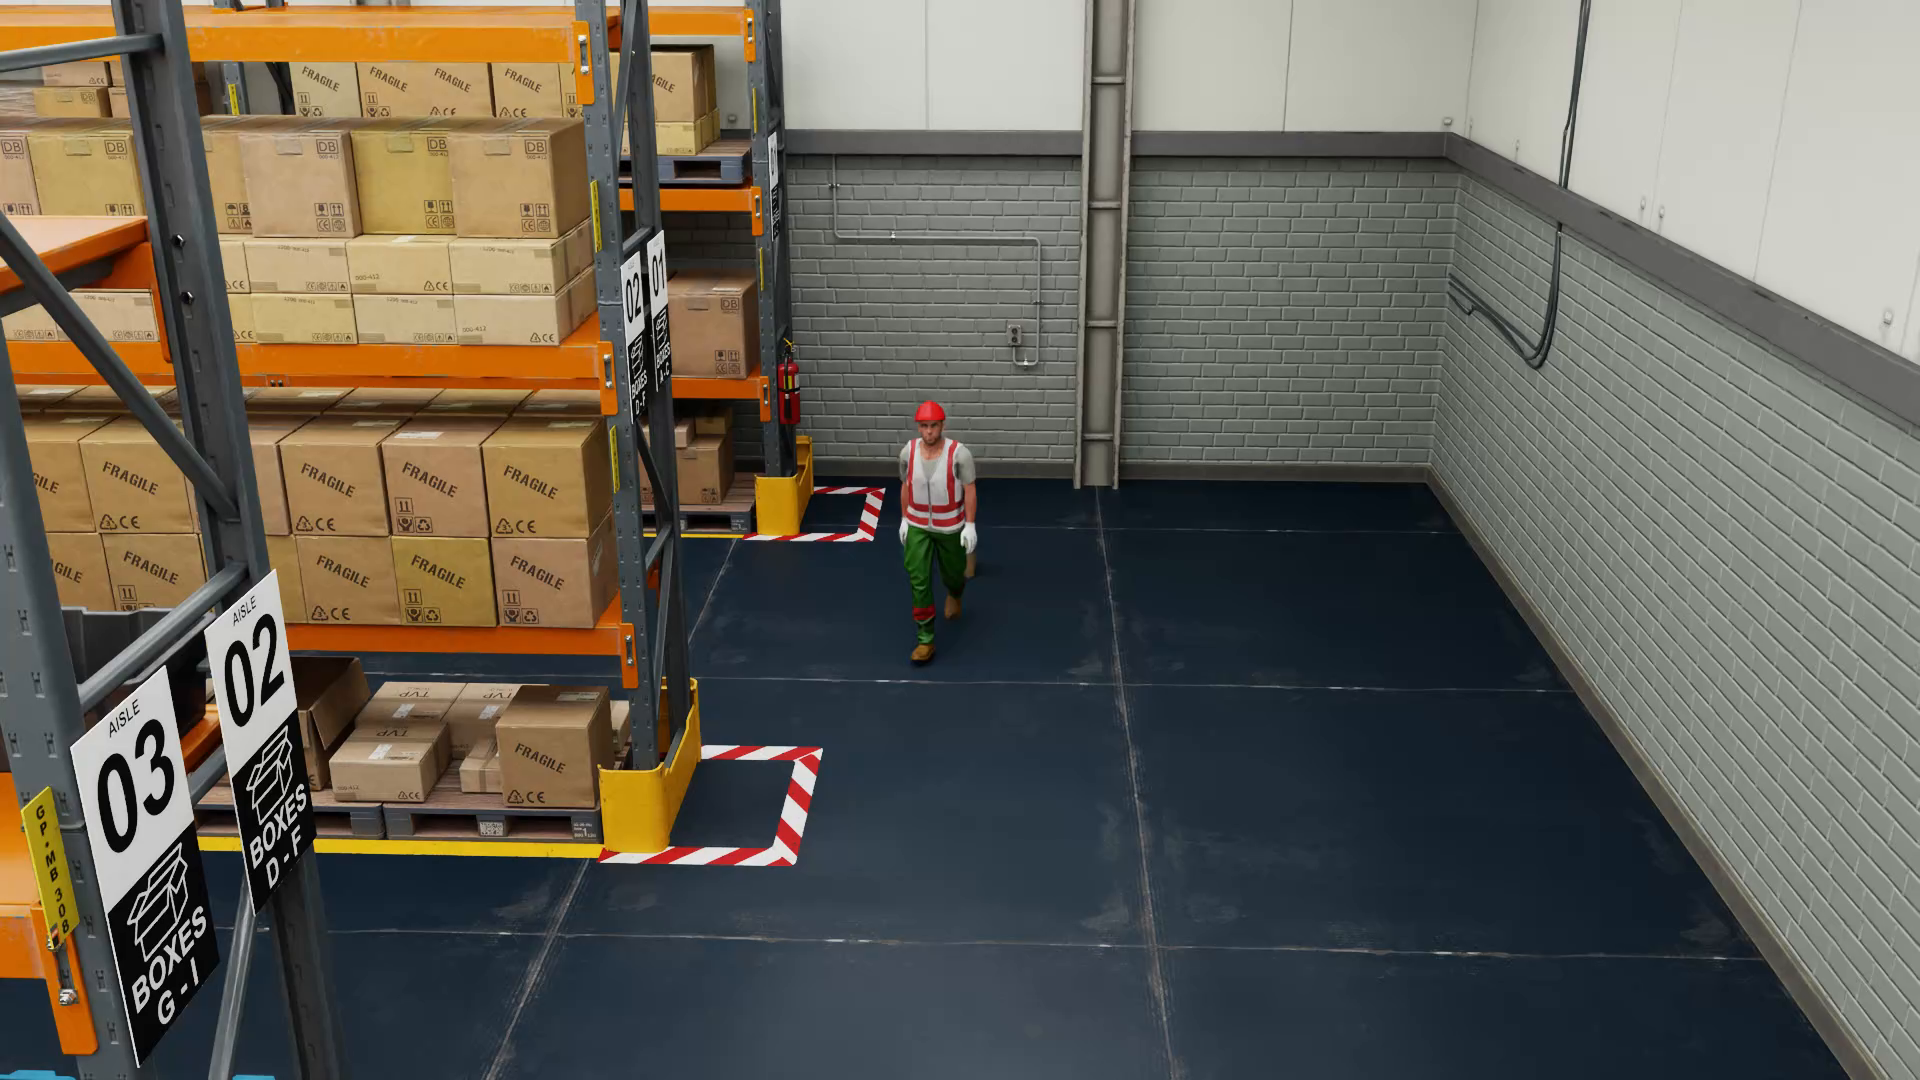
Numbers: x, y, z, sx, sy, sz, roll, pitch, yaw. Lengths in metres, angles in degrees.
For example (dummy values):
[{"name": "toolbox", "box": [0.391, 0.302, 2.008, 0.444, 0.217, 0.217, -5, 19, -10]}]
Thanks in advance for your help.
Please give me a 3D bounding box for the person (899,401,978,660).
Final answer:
[{"name": "person", "box": [-0.142, -0.119, 11.352, 0.566, 1.763, 0.926, 4, 21, 9]}]
